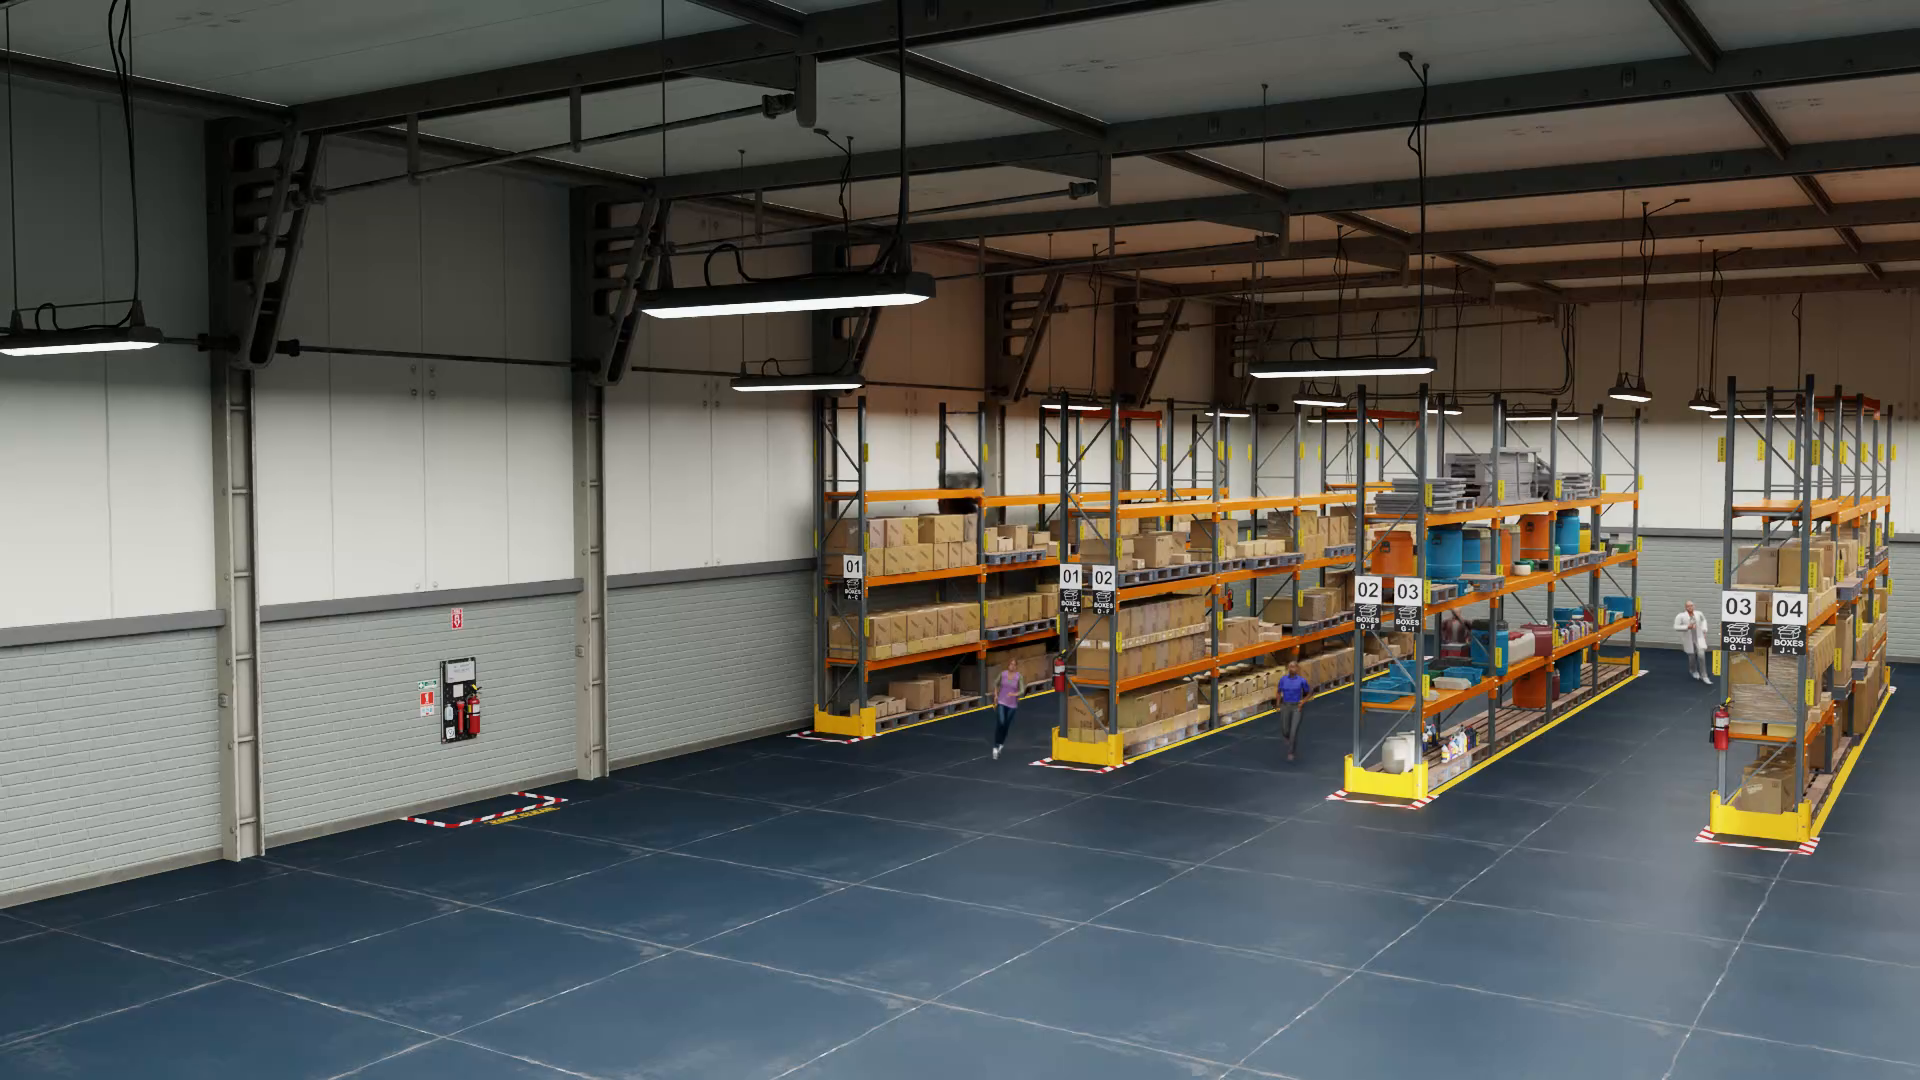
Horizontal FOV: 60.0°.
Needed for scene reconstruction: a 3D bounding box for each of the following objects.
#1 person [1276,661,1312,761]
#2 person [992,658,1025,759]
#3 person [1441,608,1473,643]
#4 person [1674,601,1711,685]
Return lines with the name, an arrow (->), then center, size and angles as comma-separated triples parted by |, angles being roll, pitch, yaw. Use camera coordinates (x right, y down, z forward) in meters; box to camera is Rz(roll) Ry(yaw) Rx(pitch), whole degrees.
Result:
person -> 5.456, 2.824, 27.235 | 0.582, 1.532, 0.578 | 1, 3, 21
person -> 0.783, 2.718, 27.032 | 0.535, 1.613, 0.643 | 0, 3, -1
person -> 10.402, 2.301, 34.987 | 0.678, 1.783, 1.204 | 2, 3, 29
person -> 15.982, 2.217, 36.383 | 0.718, 1.784, 0.973 | 1, 3, 14
